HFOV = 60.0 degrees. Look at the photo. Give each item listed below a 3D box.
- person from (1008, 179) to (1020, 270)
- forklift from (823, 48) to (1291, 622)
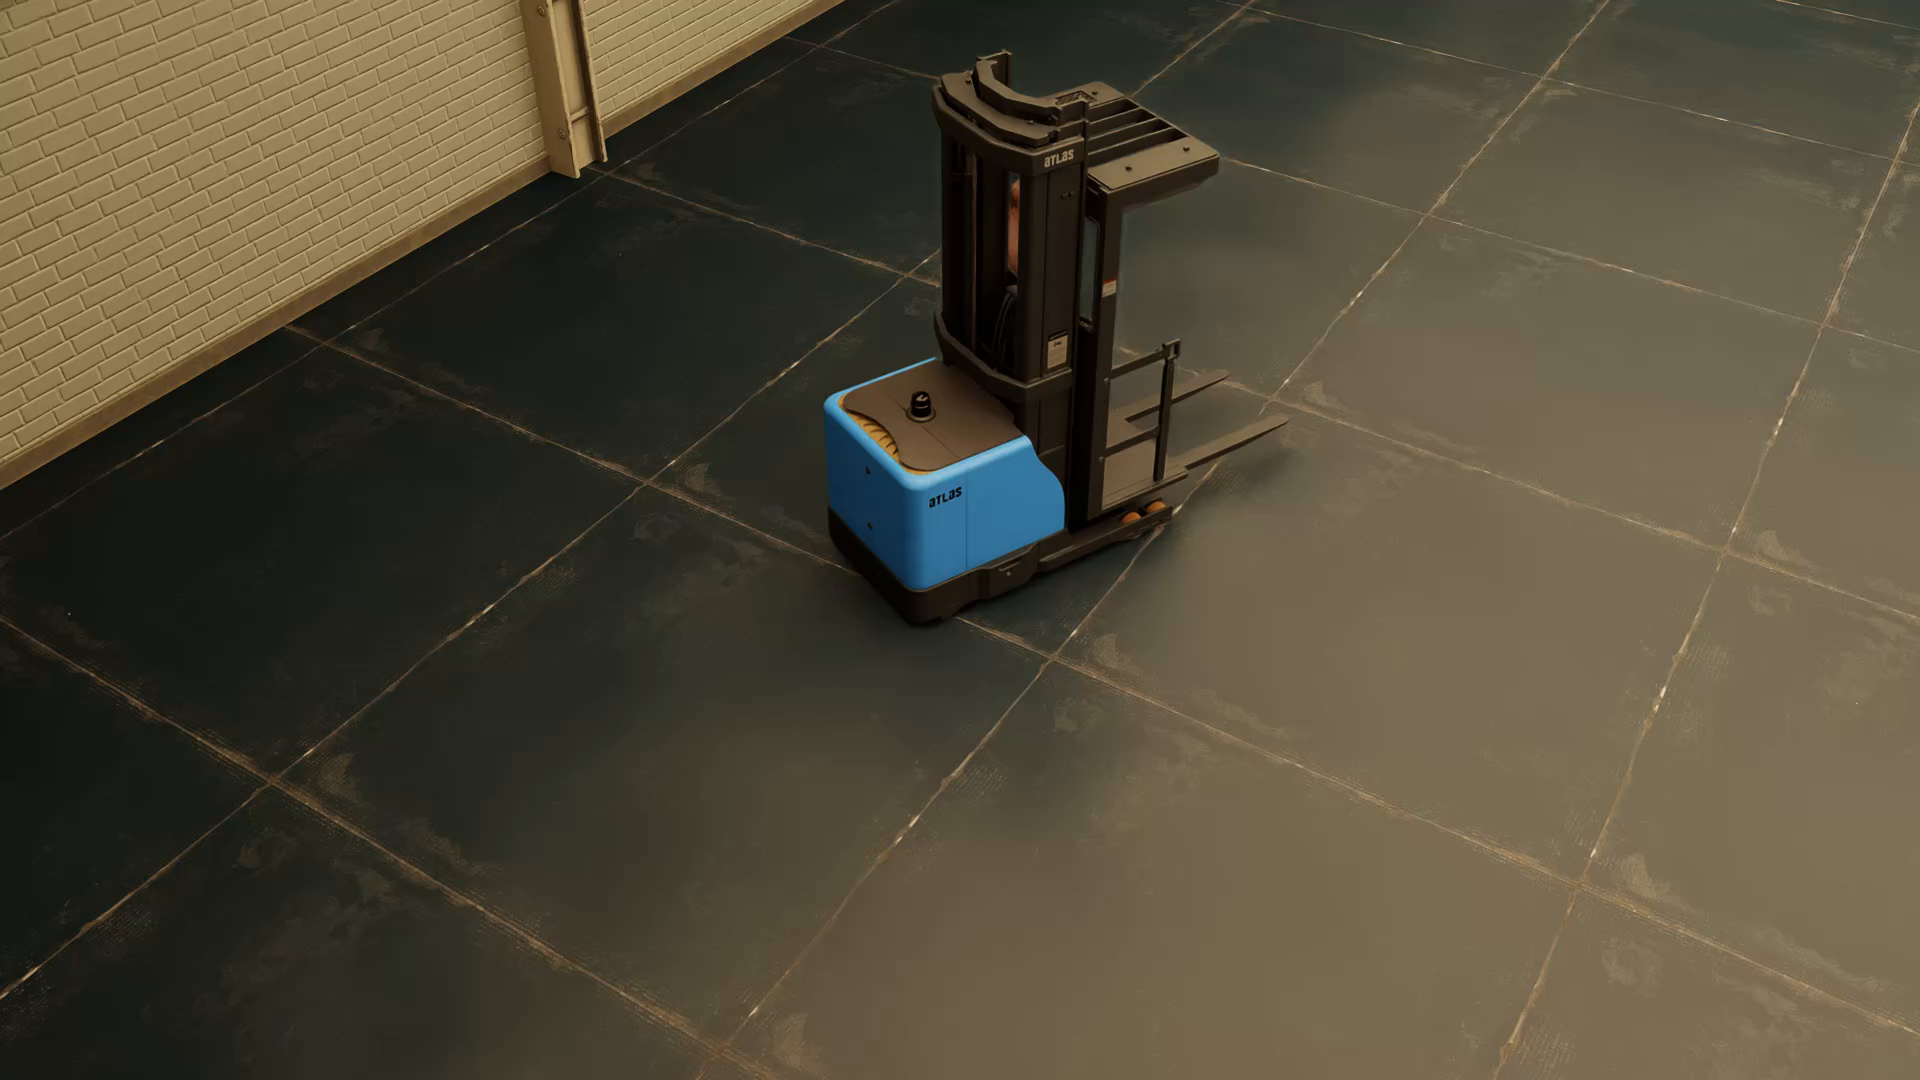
[{"bbox_3d":[0.480,-1.633,11.026,0.987,1.606,1.035,3,40,4],"label":"person"},{"bbox_3d":[0.712,-1.384,9.600,3.031,2.935,1.130,-23,45,-25],"label":"forklift"}]
